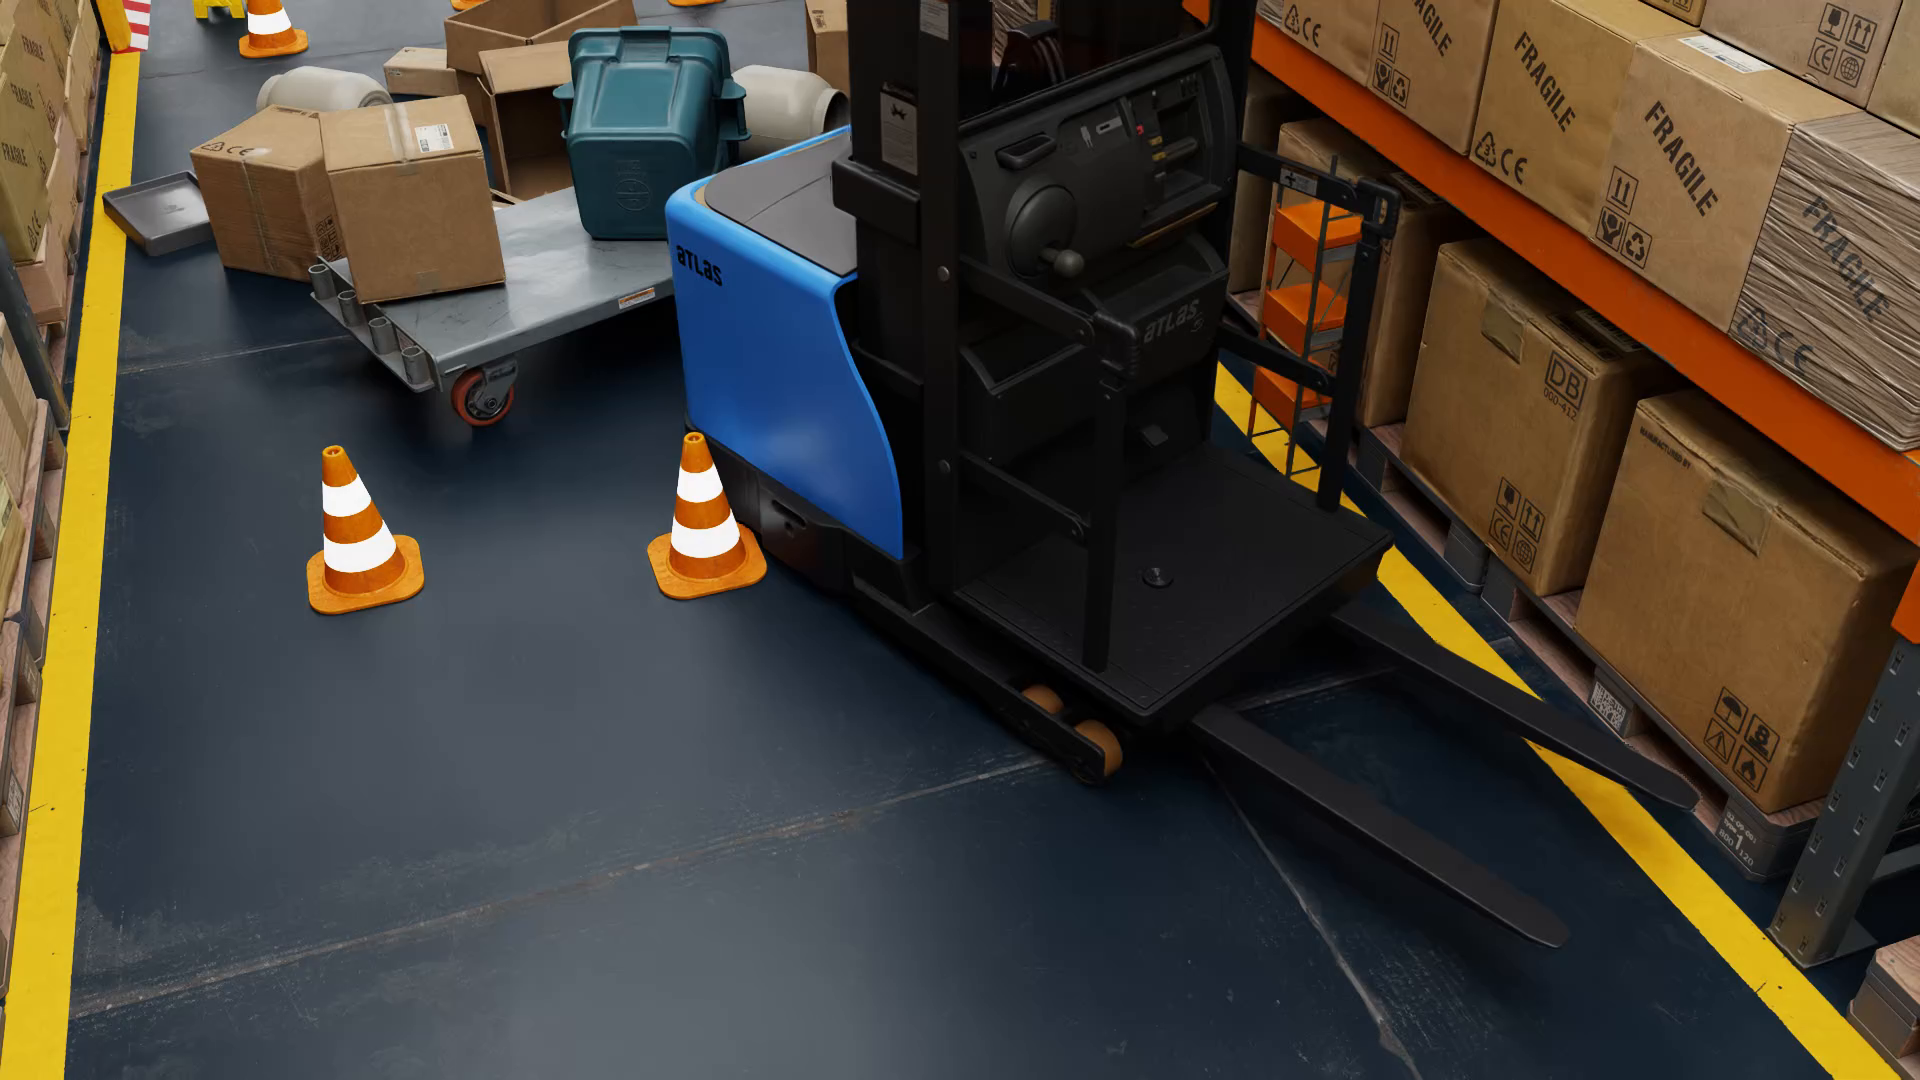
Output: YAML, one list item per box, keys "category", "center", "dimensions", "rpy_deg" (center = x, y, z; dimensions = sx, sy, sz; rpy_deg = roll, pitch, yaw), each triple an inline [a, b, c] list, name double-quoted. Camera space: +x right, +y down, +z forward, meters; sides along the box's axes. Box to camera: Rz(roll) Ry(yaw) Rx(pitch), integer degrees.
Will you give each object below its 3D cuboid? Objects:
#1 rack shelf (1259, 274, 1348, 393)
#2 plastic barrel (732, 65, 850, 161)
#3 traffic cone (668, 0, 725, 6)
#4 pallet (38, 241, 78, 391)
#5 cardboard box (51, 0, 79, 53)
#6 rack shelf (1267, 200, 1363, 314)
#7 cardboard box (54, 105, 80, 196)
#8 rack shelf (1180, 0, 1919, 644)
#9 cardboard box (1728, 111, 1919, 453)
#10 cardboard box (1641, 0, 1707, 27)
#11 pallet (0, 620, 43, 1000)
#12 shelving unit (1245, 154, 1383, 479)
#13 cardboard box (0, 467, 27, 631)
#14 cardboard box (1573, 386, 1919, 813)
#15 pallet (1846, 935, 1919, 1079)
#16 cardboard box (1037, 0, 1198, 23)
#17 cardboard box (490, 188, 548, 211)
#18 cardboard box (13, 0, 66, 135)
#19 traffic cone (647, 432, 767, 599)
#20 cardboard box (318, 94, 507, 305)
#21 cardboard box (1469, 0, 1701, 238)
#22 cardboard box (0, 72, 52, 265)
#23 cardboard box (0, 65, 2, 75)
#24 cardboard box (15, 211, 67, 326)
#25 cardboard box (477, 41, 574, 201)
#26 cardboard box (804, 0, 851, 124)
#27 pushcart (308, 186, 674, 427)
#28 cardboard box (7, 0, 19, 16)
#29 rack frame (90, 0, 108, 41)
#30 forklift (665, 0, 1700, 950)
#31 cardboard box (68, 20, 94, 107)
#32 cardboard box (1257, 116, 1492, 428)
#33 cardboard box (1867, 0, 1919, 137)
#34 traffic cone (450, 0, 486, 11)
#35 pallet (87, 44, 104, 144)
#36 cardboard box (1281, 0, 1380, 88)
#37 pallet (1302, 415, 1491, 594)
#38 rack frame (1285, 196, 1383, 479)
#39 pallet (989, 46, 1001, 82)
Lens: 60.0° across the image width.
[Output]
- category: "rack shelf"
  center: [1.105, -0.654, 5.263]
  dimensions: [0.215, 0.259, 0.240]
  rpy_deg: [-14, 39, -18]
- category: "plastic barrel"
  center: [-0.783, -1.876, 7.389]
  dimensions: [0.512, 0.421, 0.421]
  rpy_deg: [12, 39, 16]
- category: "traffic cone"
  center: [-1.479, -3.234, 9.159]
  dimensions: [0.336, 0.463, 0.334]
  rpy_deg: [-12, 39, -16]
- category: "pallet"
  center: [-3.829, -0.758, 6.081]
  dimensions: [1.003, 0.211, 1.213]
  rpy_deg: [-12, 39, -16]
- category: "cardboard box"
  center: [-4.238, -2.436, 7.304]
  dimensions: [0.500, 0.500, 0.500]
  rpy_deg: [-11, 38, -14]
- category: "rack shelf"
  center: [1.105, -0.881, 5.092]
  dimensions: [0.215, 0.259, 0.240]
  rpy_deg: [-14, 39, -18]
- category: "cardboard box"
  center: [-3.894, -1.557, 6.760]
  dimensions: [0.500, 0.250, 0.500]
  rpy_deg: [-13, 39, -17]
- category: "rack shelf"
  center: [1.736, -1.165, 4.901]
  dimensions: [1.077, 0.370, 4.000]
  rpy_deg: [-12, 39, -16]
- category: "cardboard box"
  center: [2.017, -0.561, 3.419]
  dimensions: [0.500, 0.500, 0.500]
  rpy_deg: [-12, 39, -16]
- category: "cardboard box"
  center: [1.925, -1.592, 3.956]
  dimensions: [0.700, 0.500, 0.500]
  rpy_deg: [-13, 39, -17]
- category: "pallet"
  center: [-2.872, 0.744, 4.087]
  dimensions: [1.003, 0.211, 1.213]
  rpy_deg: [-12, 39, -16]
- category: "shelving unit"
  center: [1.105, -0.662, 5.257]
  dimensions: [0.215, 1.050, 0.252]
  rpy_deg: [-14, 39, -18]
- category: "cardboard box"
  center: [-3.132, 0.083, 4.481]
  dimensions: [0.950, 0.372, 0.625]
  rpy_deg: [-10, 38, -13]
- category: "cardboard box"
  center: [2.299, 0.046, 4.217]
  dimensions: [1.050, 0.750, 0.750]
  rpy_deg: [-13, 39, -17]
- category: "pallet"
  center: [2.692, 1.233, 3.437]
  dimensions: [1.003, 0.211, 1.213]
  rpy_deg: [-12, 39, -16]
- category: "cardboard box"
  center: [0.897, -2.271, 7.188]
  dimensions: [0.875, 0.875, 0.875]
  rpy_deg: [-12, 39, -15]
- category: "cardboard box"
  center: [-1.830, -1.312, 6.772]
  dimensions: [0.396, 0.266, 0.258]
  rpy_deg: [19, 41, 23]
- category: "cardboard box"
  center: [-3.887, -1.851, 6.528]
  dimensions: [0.500, 0.500, 0.500]
  rpy_deg: [-10, 38, -14]
- category: "traffic cone"
  center: [-0.785, -0.119, 5.024]
  dimensions: [0.336, 0.463, 0.334]
  rpy_deg: [-12, 39, -16]
- category: "cardboard box"
  center: [-1.904, -1.189, 5.784]
  dimensions: [0.500, 0.500, 0.500]
  rpy_deg: [-12, 39, -16]
- category: "cardboard box"
  center: [1.675, -1.125, 4.168]
  dimensions: [0.500, 0.500, 0.500]
  rpy_deg: [-13, 39, -17]
- category: "cardboard box"
  center: [-3.515, -1.258, 5.740]
  dimensions: [0.500, 0.500, 0.500]
  rpy_deg: [-11, 38, -14]
- category: "cardboard box"
  center: [-3.501, -1.600, 5.655]
  dimensions: [0.380, 0.149, 0.250]
  rpy_deg: [-12, 39, -15]
- category: "cardboard box"
  center: [-3.515, -0.959, 5.966]
  dimensions: [0.500, 0.250, 0.500]
  rpy_deg: [-14, 39, -18]
- category: "cardboard box"
  center: [-1.630, -1.822, 7.138]
  dimensions: [0.797, 0.637, 0.503]
  rpy_deg: [-12, 39, -16]
- category: "cardboard box"
  center: [-0.450, -2.249, 7.818]
  dimensions: [0.500, 0.500, 0.500]
  rpy_deg: [-6, 37, -8]
- category: "pushcart"
  center: [-1.441, -0.953, 6.201]
  dimensions: [1.648, 0.377, 0.936]
  rpy_deg: [-27, 45, -31]
- category: "cardboard box"
  center: [-3.775, -2.042, 6.241]
  dimensions: [0.380, 0.149, 0.250]
  rpy_deg: [-10, 38, -13]
- category: "rack frame"
  center: [-4.941, -3.759, 7.748]
  dimensions: [1.000, 3.000, 0.127]
  rpy_deg: [-12, 39, -16]
- category: "forklift"
  center: [0.512, -0.882, 3.984]
  dimensions: [1.130, 2.935, 3.031]
  rpy_deg: [-30, 46, -34]
- category: "cardboard box"
  center: [-4.240, -2.134, 7.526]
  dimensions: [0.500, 0.250, 0.500]
  rpy_deg: [-12, 39, -16]
- category: "cardboard box"
  center: [1.674, -0.973, 5.570]
  dimensions: [1.050, 0.750, 0.750]
  rpy_deg: [-12, 39, -16]
- category: "cardboard box"
  center: [2.279, -1.017, 3.193]
  dimensions: [0.700, 0.500, 0.500]
  rpy_deg: [-13, 39, -16]
- category: "traffic cone"
  center: [-2.657, -3.192, 9.103]
  dimensions: [0.336, 0.463, 0.334]
  rpy_deg: [-12, 39, -16]
- category: "pallet"
  center: [-4.669, -2.137, 7.911]
  dimensions: [1.003, 0.211, 1.213]
  rpy_deg: [-12, 39, -16]
- category: "cardboard box"
  center: [1.320, -1.701, 4.932]
  dimensions: [0.500, 0.500, 0.500]
  rpy_deg: [-13, 39, -16]
- category: "pallet"
  center: [1.808, -0.357, 5.549]
  dimensions: [1.003, 0.211, 1.213]
  rpy_deg: [-12, 39, -16]
- category: "rack frame"
  center: [1.152, -0.595, 5.167]
  dimensions: [0.200, 1.050, 0.008]
  rpy_deg: [-14, 39, -18]
- category: "pallet"
  center: [0.436, -2.604, 8.532]
  dimensions: [1.003, 0.211, 1.213]
  rpy_deg: [-12, 39, -16]
